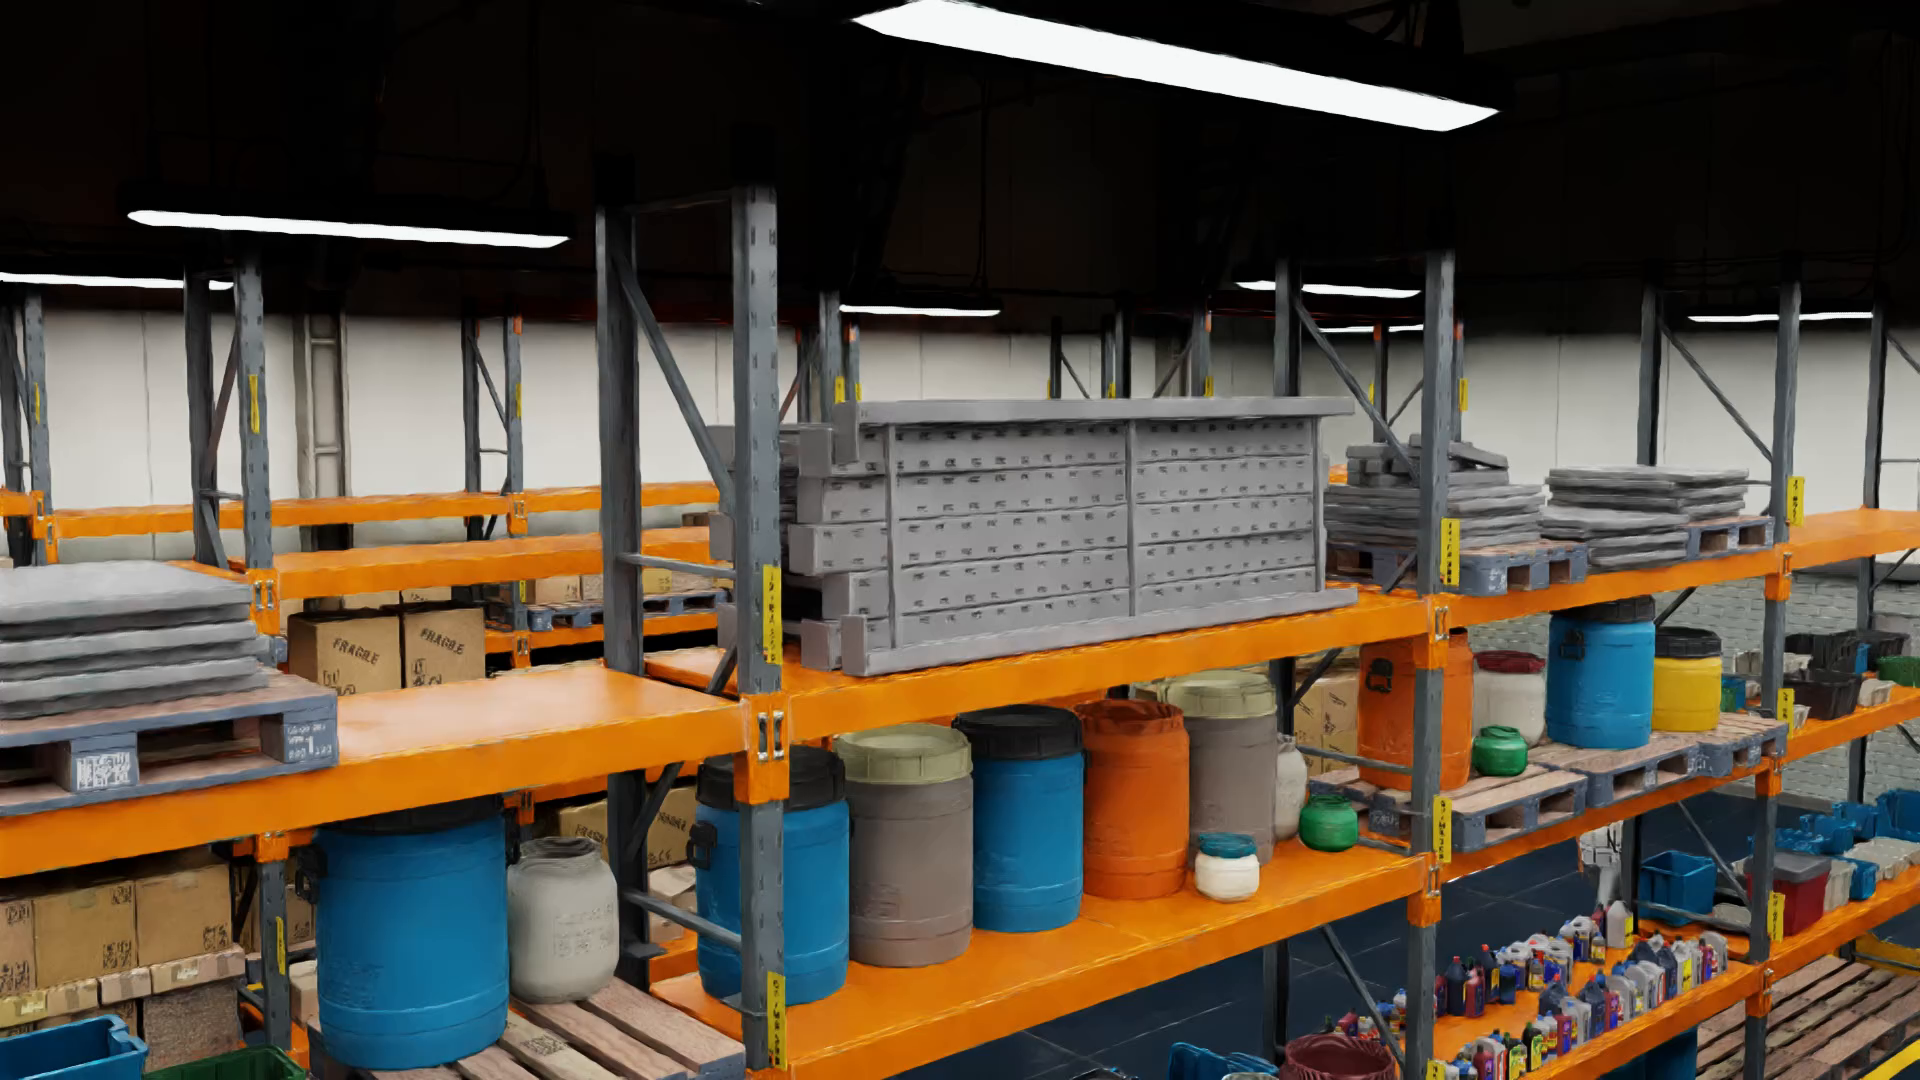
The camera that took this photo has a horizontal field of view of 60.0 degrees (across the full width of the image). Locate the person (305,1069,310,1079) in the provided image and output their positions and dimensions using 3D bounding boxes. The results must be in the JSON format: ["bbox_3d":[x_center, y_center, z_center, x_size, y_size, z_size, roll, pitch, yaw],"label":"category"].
[{"bbox_3d":[-3.359,3.541,8.654,1.019,1.612,0.453,-5,7,-42],"label":"person"}]

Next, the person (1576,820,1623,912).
[{"bbox_3d":[5.867,2.927,15.210,1.090,1.583,0.497,-4,7,-38],"label":"person"}]
